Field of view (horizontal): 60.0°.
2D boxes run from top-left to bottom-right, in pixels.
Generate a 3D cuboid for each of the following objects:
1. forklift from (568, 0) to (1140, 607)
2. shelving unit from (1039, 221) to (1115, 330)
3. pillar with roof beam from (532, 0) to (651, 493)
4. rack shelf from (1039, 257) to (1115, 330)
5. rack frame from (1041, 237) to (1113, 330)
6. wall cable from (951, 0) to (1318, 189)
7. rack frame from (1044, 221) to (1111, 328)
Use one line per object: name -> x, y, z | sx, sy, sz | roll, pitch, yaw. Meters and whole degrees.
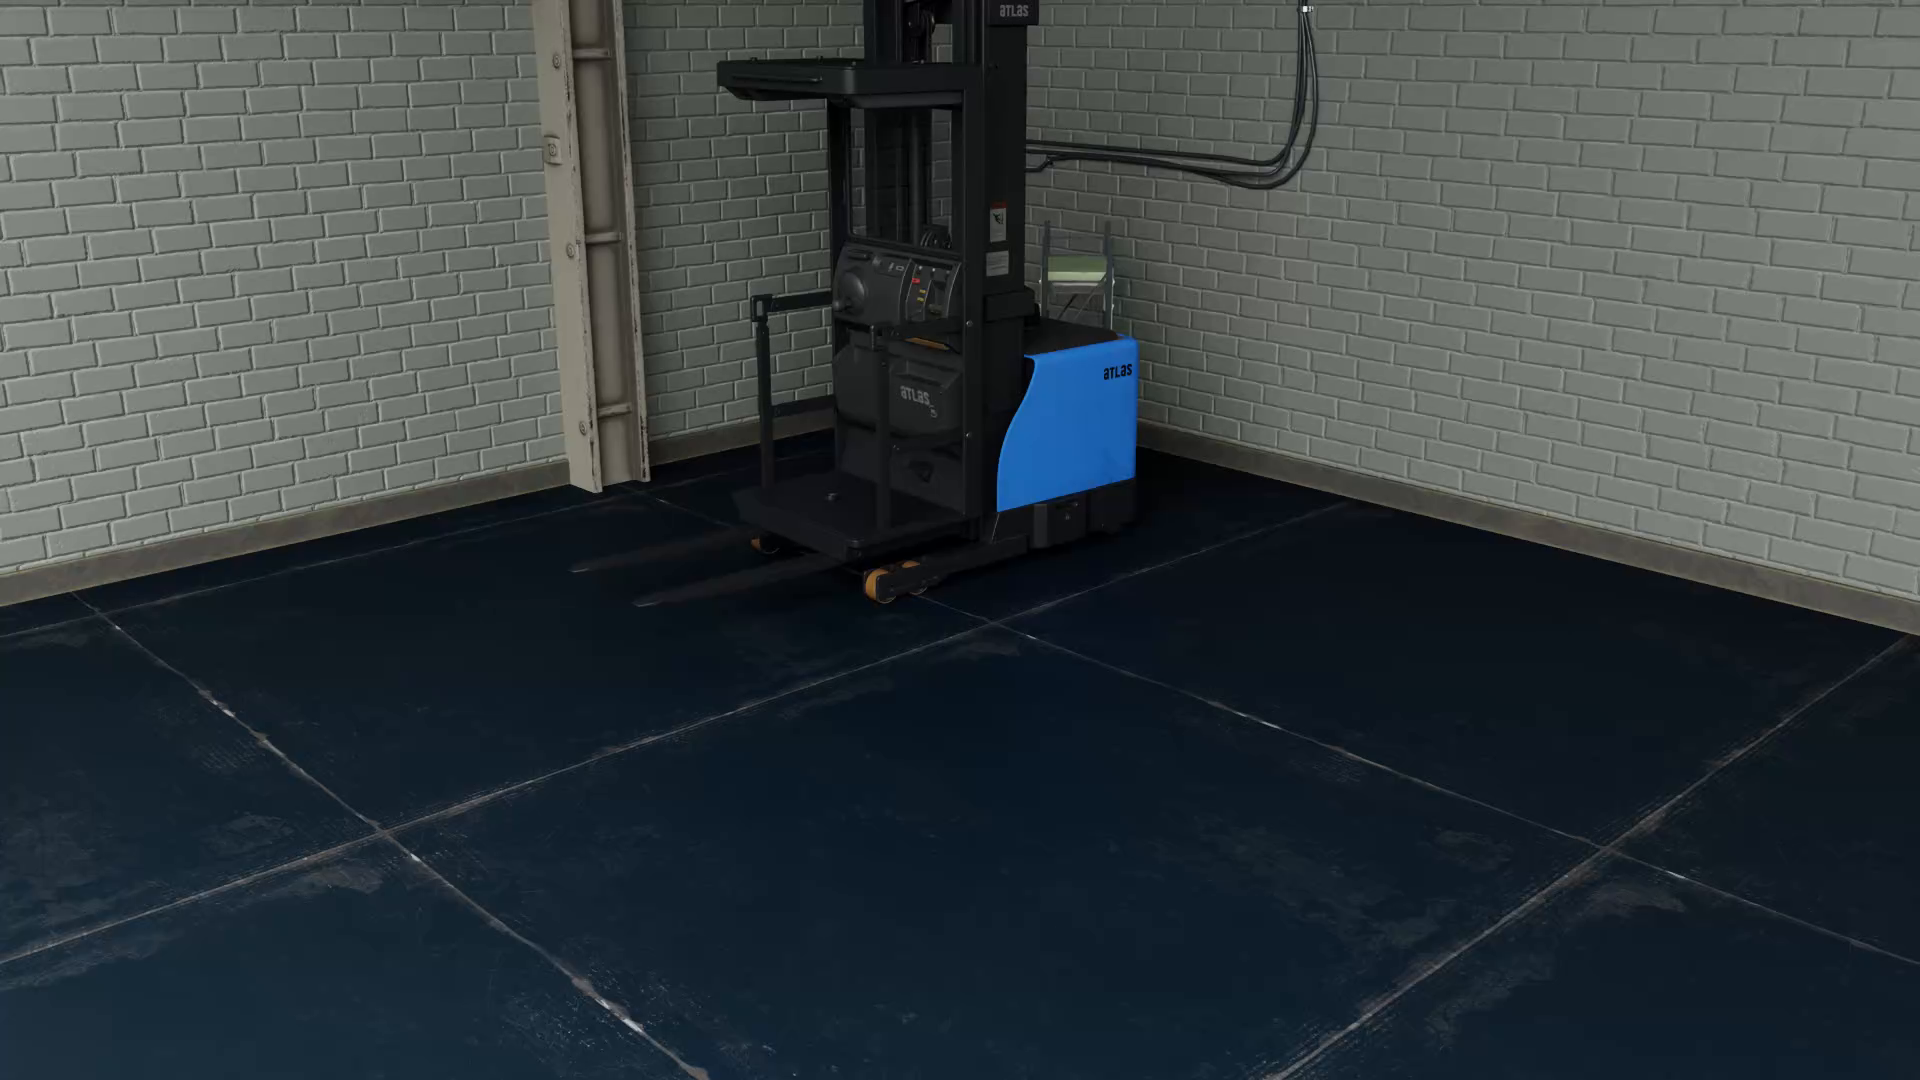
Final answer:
forklift -> -0.480, -1.269, 8.146 | 3.031, 2.935, 1.130 | -15, 23, -38
shelving unit -> 0.690, -1.109, 9.974 | 0.431, 1.500, 0.755 | 1, 18, 4
pillar with roof beam -> 0.835, -3.670, 5.714 | 0.400, 9.000, 9.100 | -16, 24, -41
rack shelf -> 0.690, -1.481, 9.854 | 0.431, 0.370, 0.720 | 1, 18, 4
rack frame -> 0.666, -0.997, 9.627 | 0.400, 1.500, 0.023 | 1, 18, 4
wall cable -> 0.926, -3.486, 10.180 | 0.112, 2.526, 3.097 | -16, 24, -41
rack frame -> 0.714, -1.222, 10.322 | 0.400, 1.500, 0.023 | 1, 18, 4
